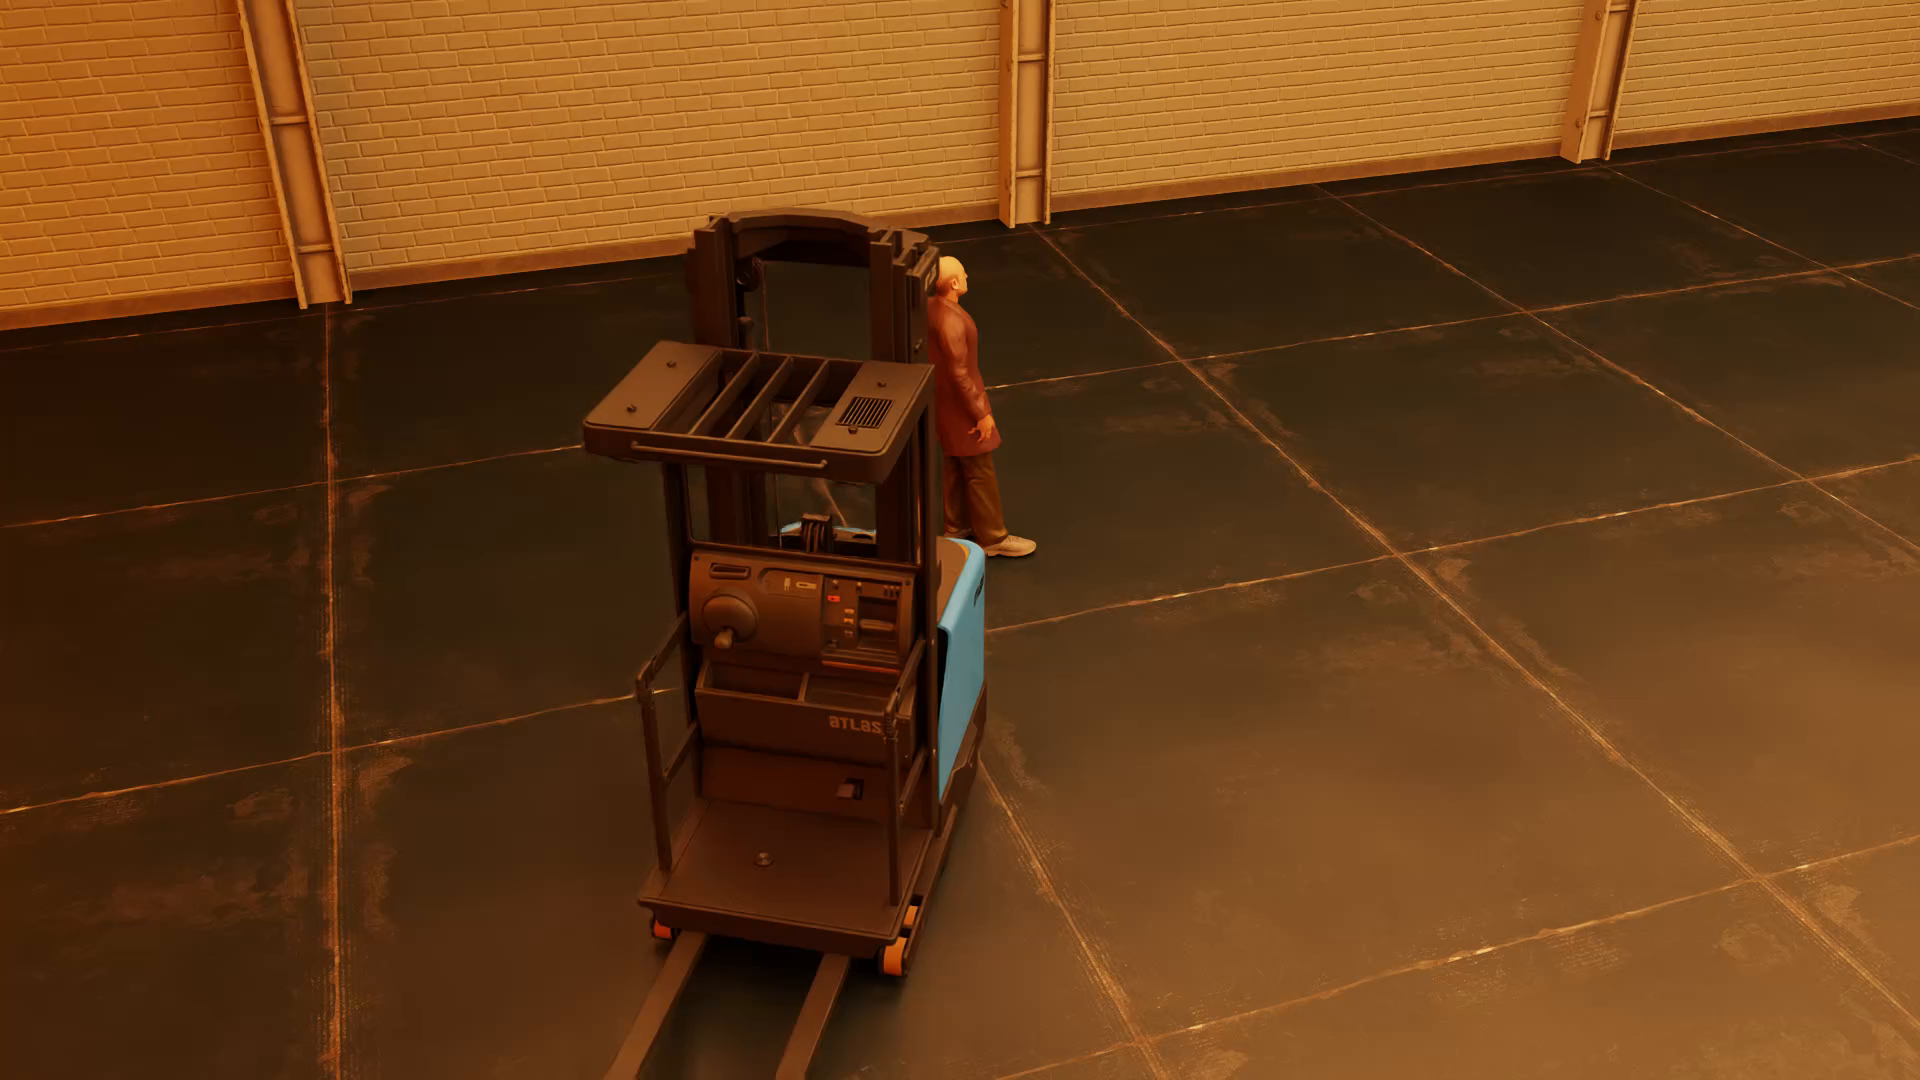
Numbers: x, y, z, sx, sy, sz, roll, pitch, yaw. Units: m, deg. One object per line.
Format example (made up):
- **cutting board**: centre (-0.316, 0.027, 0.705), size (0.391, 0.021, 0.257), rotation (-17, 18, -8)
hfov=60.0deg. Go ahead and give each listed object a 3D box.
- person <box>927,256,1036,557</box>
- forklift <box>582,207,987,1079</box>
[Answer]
- **person**: centre (0.088, -0.789, 9.601), size (0.579, 1.778, 0.696), rotation (-10, 31, -16)
- **forklift**: centre (-0.686, 0.328, 6.516), size (1.130, 2.935, 3.031), rotation (6, 31, 11)
